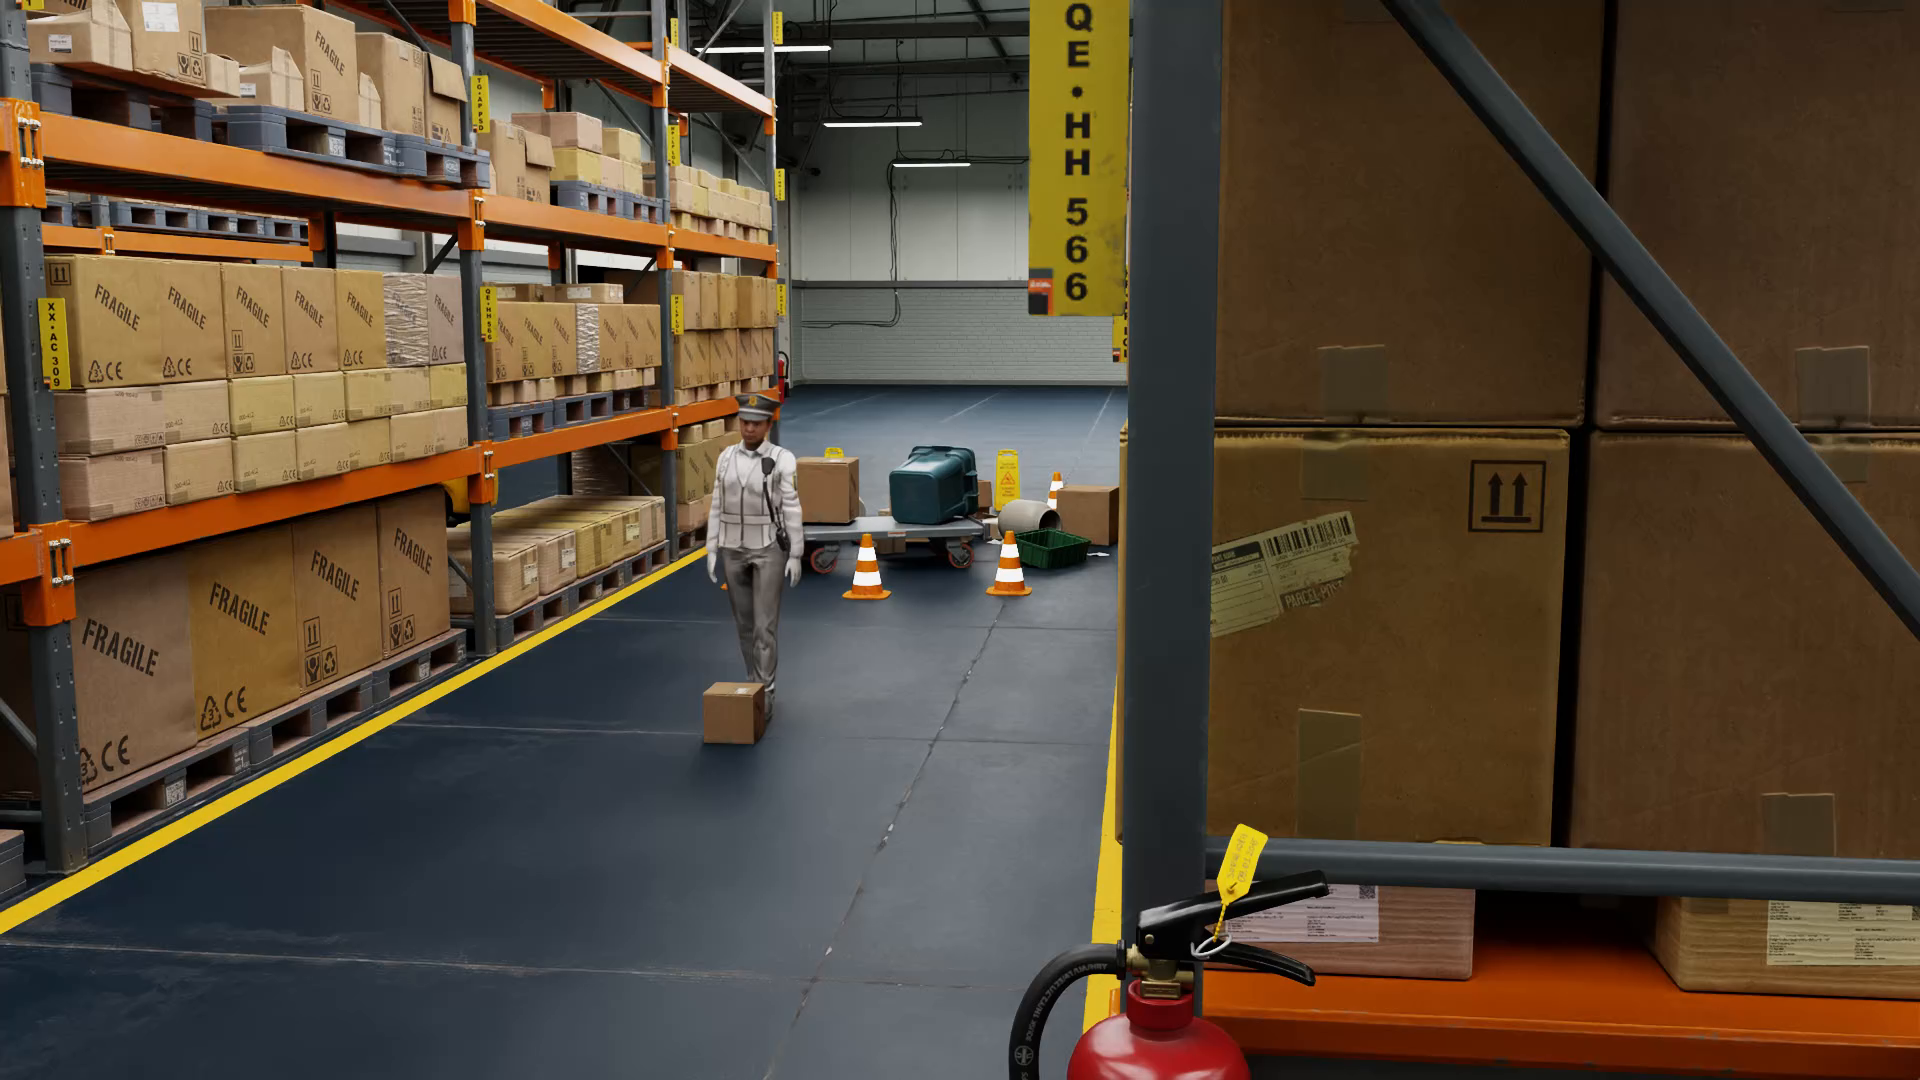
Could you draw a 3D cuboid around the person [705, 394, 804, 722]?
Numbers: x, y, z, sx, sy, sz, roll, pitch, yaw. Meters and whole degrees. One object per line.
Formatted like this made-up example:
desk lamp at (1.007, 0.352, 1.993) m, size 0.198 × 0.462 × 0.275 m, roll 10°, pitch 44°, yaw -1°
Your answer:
person at (-1.088, 0.082, 8.571) m, size 0.514 × 1.673 × 0.556 m, roll 3°, pitch 8°, yaw 18°
